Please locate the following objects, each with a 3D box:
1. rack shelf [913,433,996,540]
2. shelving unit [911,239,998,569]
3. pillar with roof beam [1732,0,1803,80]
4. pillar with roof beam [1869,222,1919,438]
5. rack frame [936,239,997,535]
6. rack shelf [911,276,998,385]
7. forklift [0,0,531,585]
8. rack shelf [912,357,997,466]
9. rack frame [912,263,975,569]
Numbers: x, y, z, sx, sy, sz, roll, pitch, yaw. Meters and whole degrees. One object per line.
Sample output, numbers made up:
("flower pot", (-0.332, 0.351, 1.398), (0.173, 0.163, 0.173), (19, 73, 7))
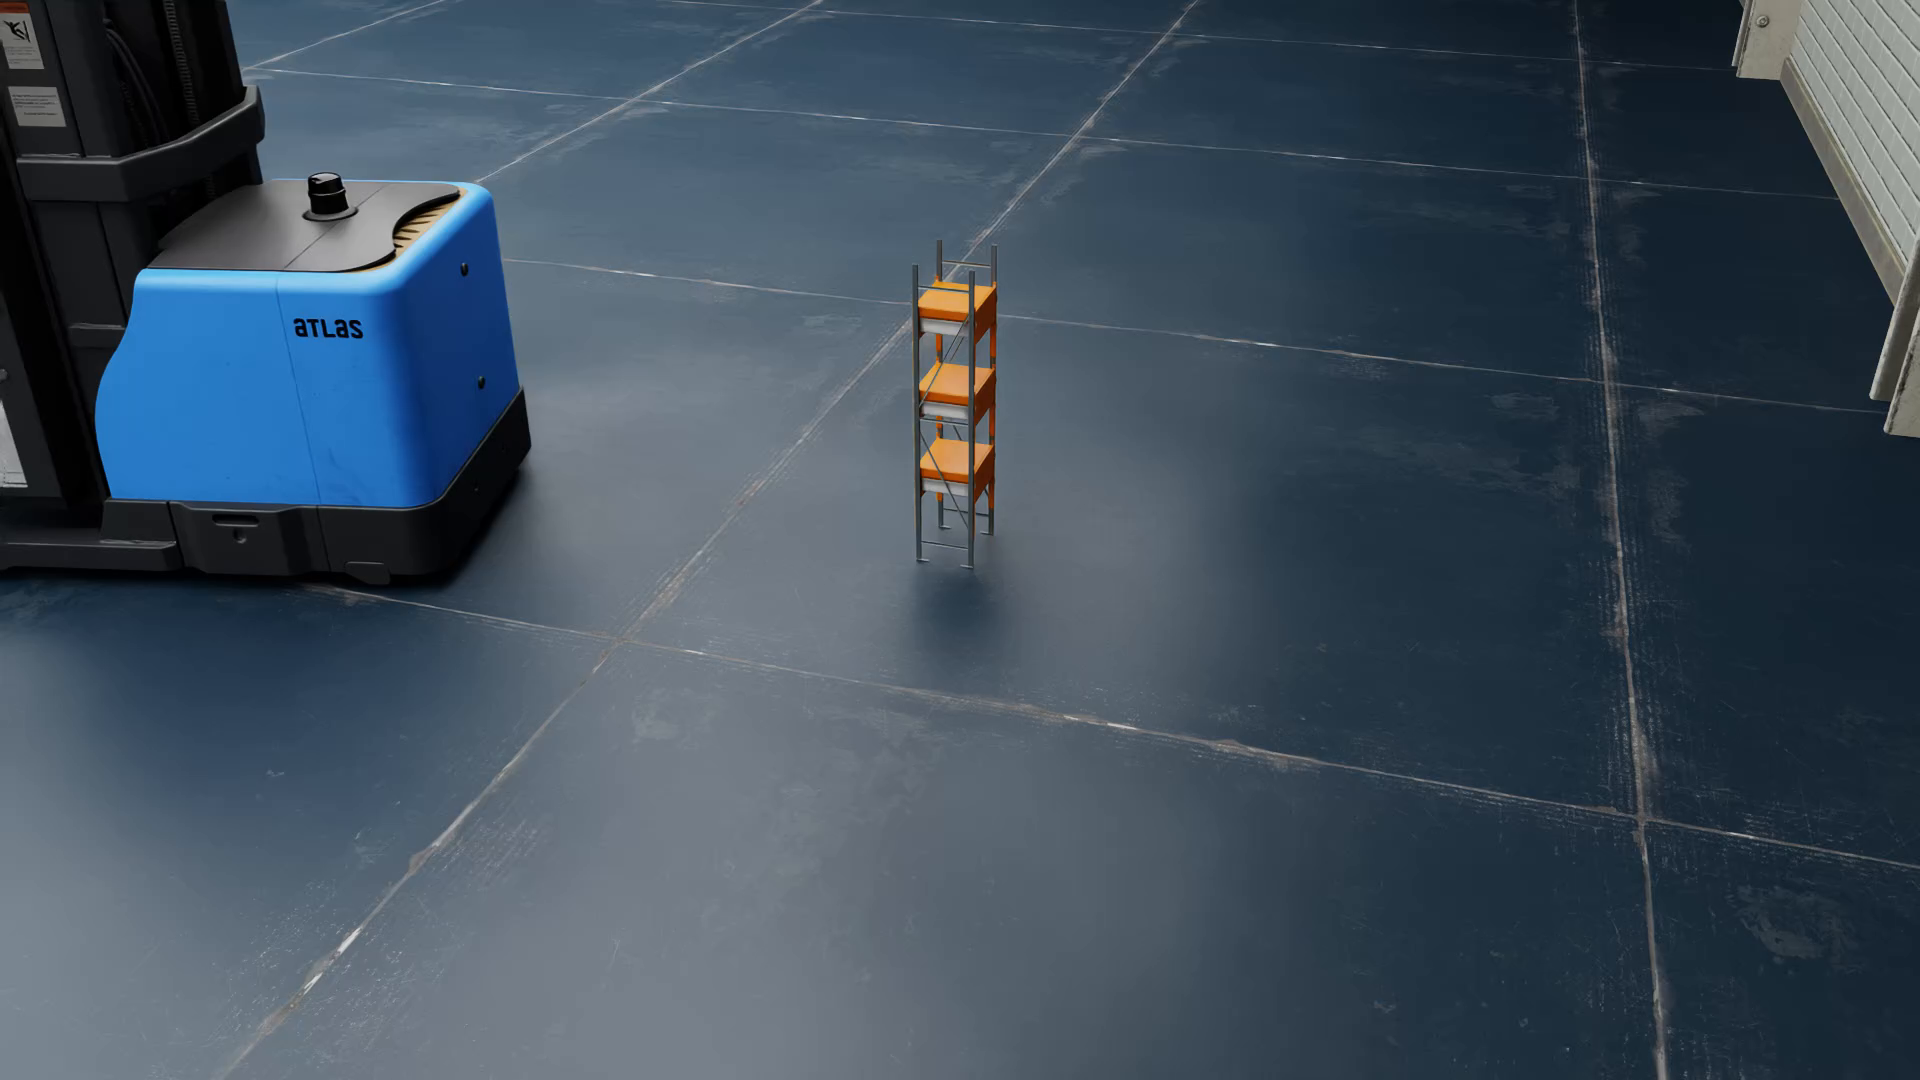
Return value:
("rack shelf", (-0.016, -0.182, 5.590), (0.215, 0.259, 0.240), (8, 30, 15))
("shelving unit", (-0.016, -0.434, 5.450), (0.215, 1.050, 0.252), (8, 30, 15))
("pillar with roof beam", (1.469, -7.821, 10.552), (9.100, 9.000, 0.400), (8, 30, 15))
("pillar with roof beam", (-0.292, -5.033, 5.540), (9.100, 9.000, 0.400), (8, 30, 15))
("rack frame", (0.020, -0.491, 5.552), (0.200, 1.050, 0.008), (8, 30, 15))
("rack shelf", (-0.016, -0.673, 5.317), (0.215, 0.259, 0.240), (8, 30, 15))
("forklift", (-3.145, -1.405, 5.261), (3.031, 2.935, 1.130), (2, 29, 3))
("rack shelf", (-0.016, -0.425, 5.455), (0.215, 0.259, 0.240), (8, 30, 15))
("rack frame", (-0.052, -0.377, 5.348), (0.200, 1.050, 0.008), (8, 30, 15))
